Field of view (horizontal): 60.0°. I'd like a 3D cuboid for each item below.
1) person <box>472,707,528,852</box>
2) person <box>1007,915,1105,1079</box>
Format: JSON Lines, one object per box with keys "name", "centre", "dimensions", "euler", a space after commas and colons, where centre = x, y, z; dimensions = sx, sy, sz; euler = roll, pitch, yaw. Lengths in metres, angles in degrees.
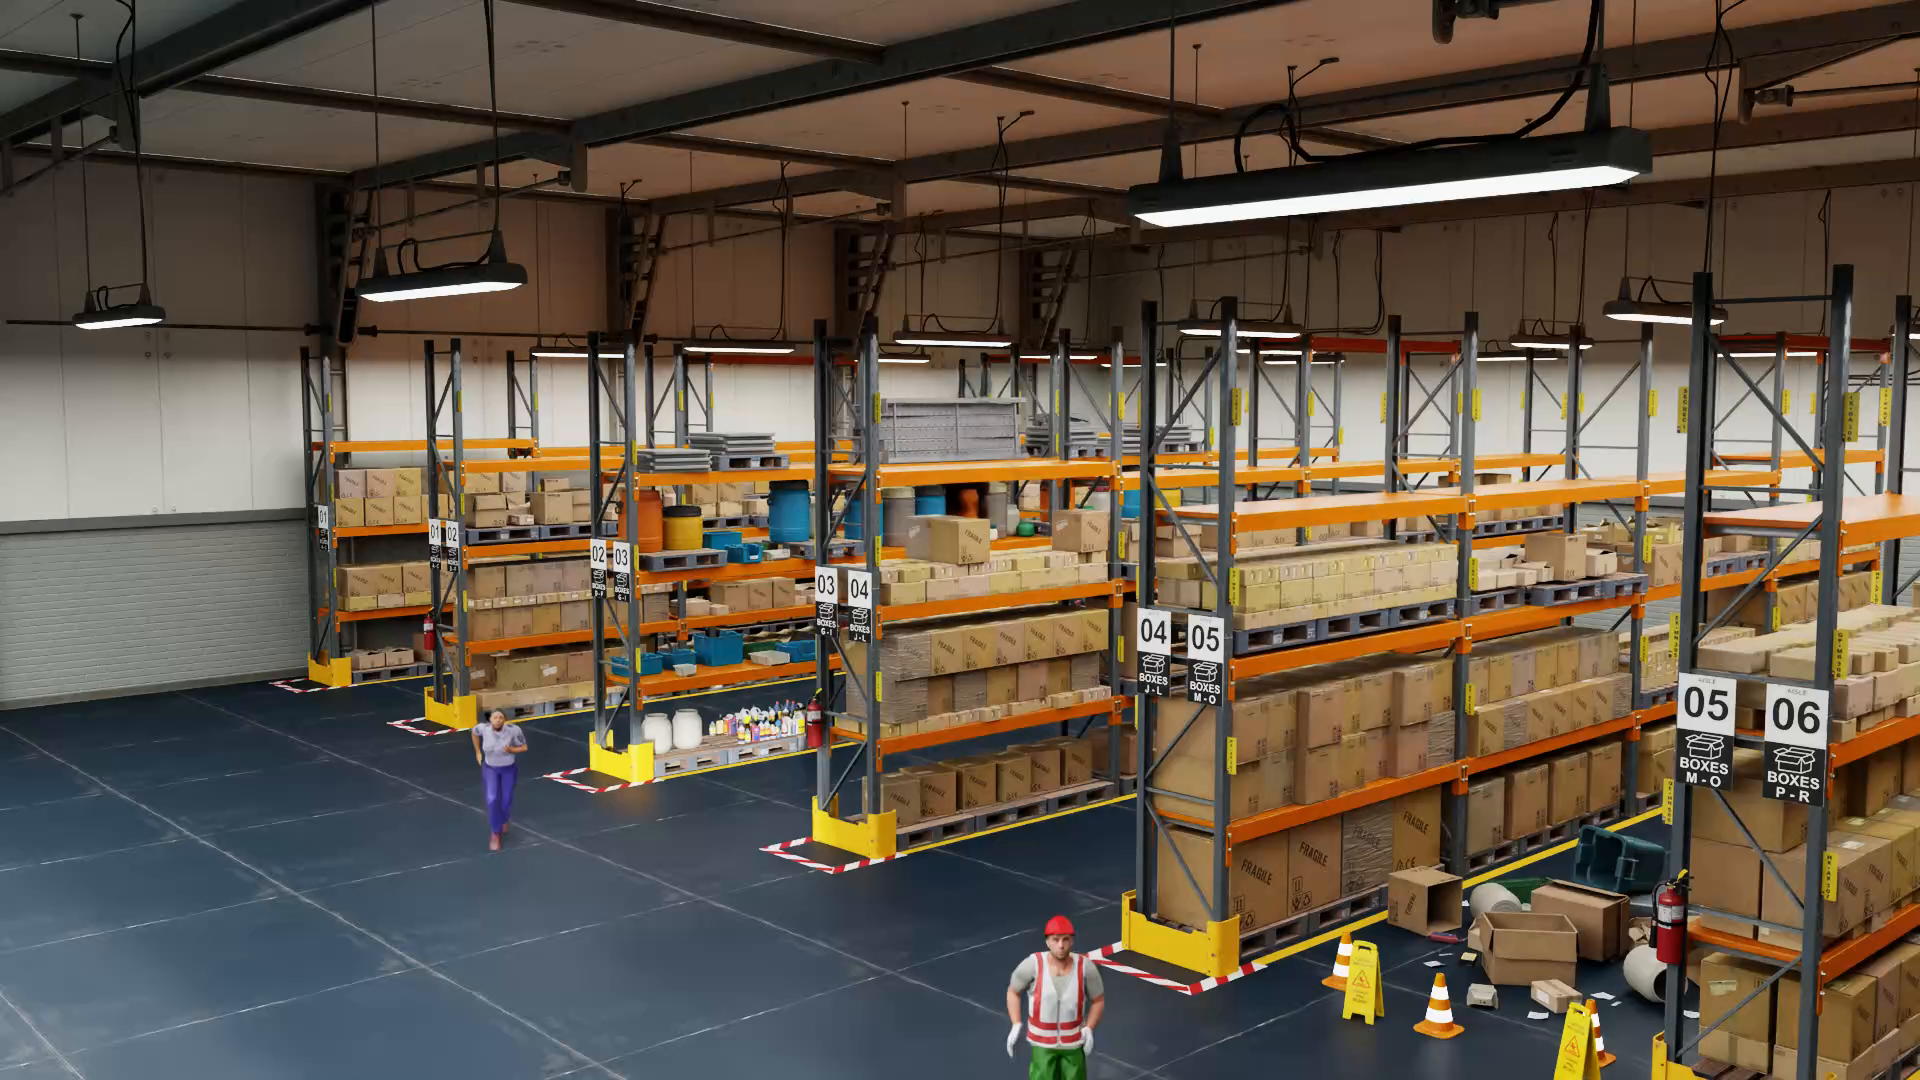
{"name": "person", "centre": [-5.277, 2.694, 19.088], "dimensions": [0.599, 1.649, 0.898], "euler": [-2, 5, -19]}
{"name": "person", "centre": [0.638, 3.333, 11.039], "dimensions": [0.659, 1.731, 0.635], "euler": [0, 5, -3]}
